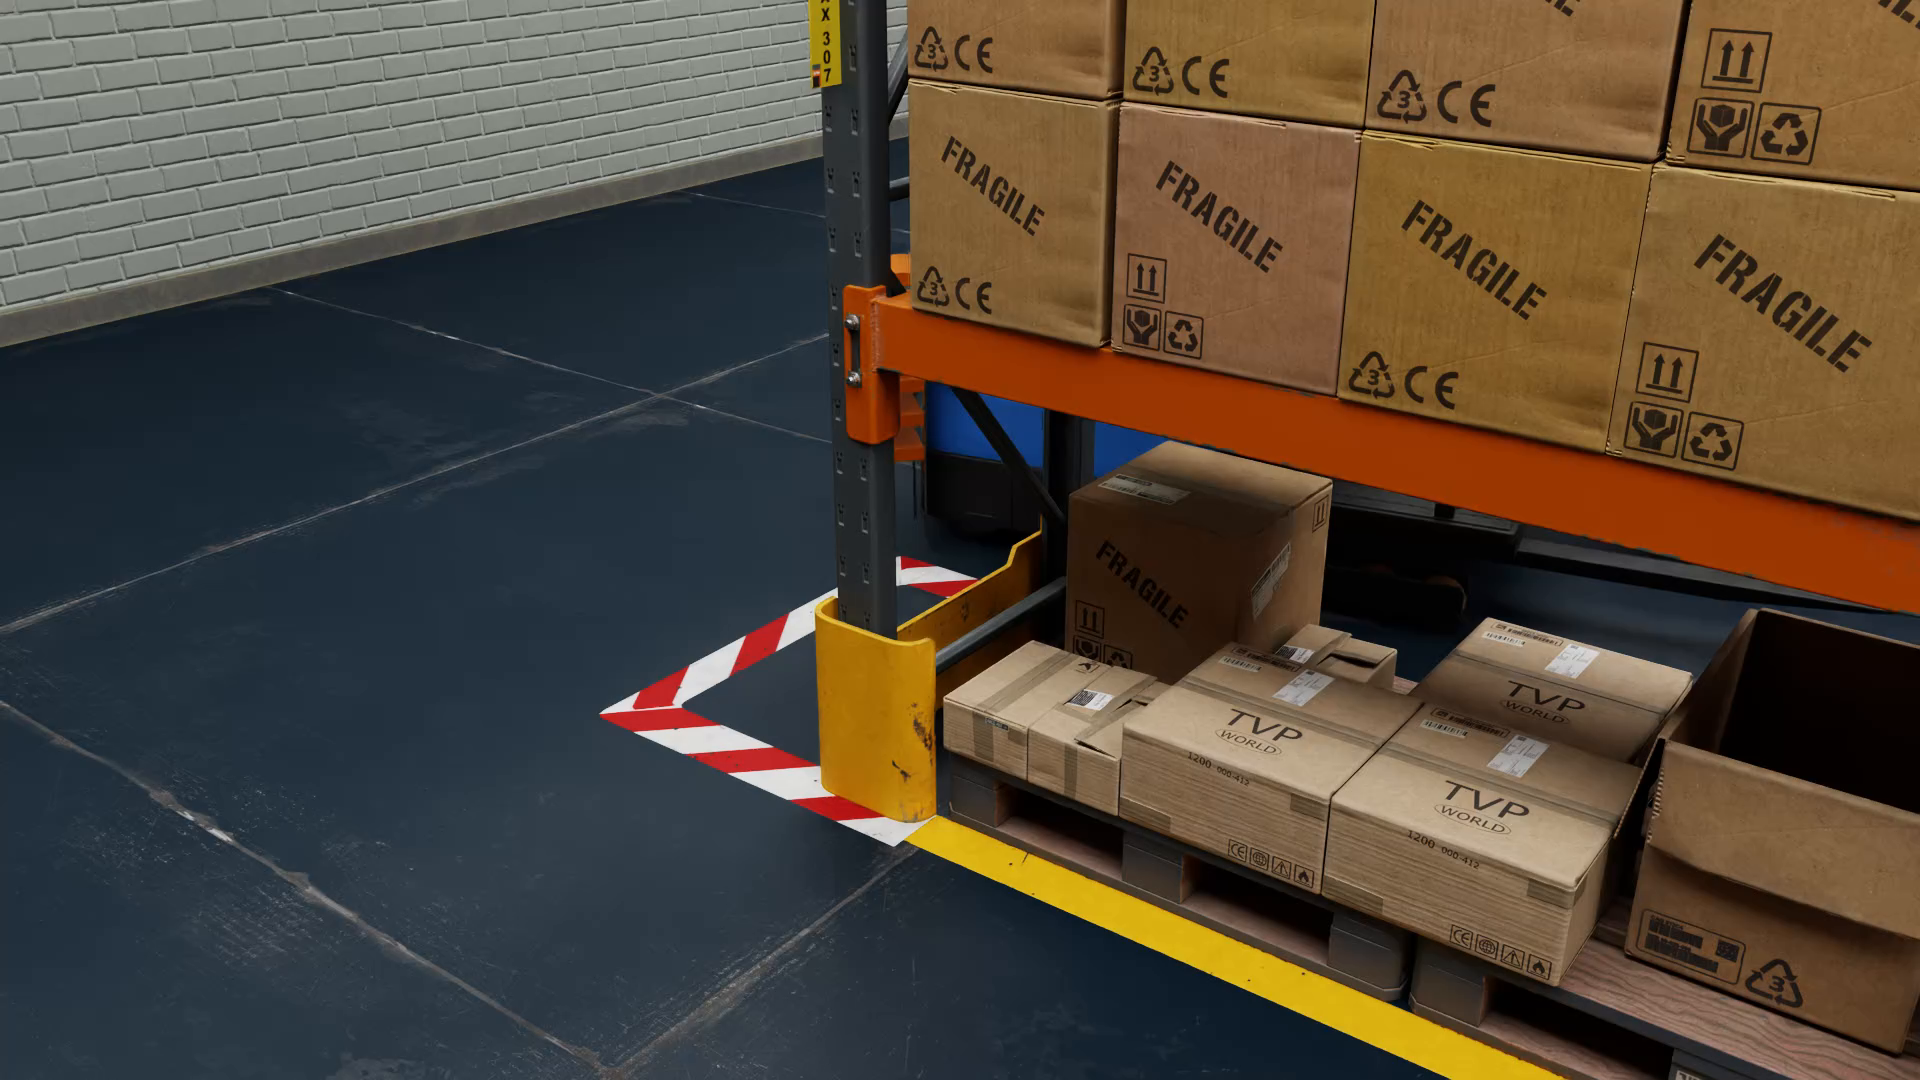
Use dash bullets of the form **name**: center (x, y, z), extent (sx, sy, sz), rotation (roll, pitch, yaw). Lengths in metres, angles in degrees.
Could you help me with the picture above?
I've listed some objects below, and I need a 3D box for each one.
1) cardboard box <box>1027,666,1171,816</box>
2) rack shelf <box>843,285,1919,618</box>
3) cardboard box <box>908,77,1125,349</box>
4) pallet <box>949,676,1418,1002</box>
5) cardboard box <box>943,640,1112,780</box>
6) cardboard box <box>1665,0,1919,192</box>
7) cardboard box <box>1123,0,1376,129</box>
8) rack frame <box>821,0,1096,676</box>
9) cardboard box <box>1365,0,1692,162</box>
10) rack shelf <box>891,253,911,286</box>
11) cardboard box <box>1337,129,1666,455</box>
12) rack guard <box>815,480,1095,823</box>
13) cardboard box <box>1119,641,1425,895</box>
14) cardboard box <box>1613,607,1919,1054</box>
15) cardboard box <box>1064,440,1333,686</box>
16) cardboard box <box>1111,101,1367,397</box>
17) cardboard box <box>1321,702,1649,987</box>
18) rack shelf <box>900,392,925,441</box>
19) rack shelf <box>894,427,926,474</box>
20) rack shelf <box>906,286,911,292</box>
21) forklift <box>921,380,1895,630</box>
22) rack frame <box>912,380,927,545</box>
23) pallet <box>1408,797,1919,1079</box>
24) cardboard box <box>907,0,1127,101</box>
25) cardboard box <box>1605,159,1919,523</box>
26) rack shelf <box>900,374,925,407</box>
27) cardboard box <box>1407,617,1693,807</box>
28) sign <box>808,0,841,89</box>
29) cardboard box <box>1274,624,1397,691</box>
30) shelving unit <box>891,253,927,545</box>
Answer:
- **cardboard box**: center (0.370, 0.463, 3.946), extent (0.250, 0.166, 0.380), rotation (17, 29, 33)
- **rack shelf**: center (1.641, -0.092, 3.130), extent (4.000, 0.370, 1.077), rotation (17, 29, 33)
- **cardboard box**: center (0.238, -0.758, 3.626), extent (0.500, 0.500, 0.500), rotation (18, 29, 34)
- **pallet**: center (0.740, 0.583, 4.166), extent (1.213, 0.211, 1.003), rotation (17, 29, 33)
- **cardboard box**: center (0.170, 0.411, 4.087), extent (0.250, 0.149, 0.380), rotation (17, 29, 33)
- **cardboard box**: center (1.465, -0.846, 2.586), extent (0.500, 0.500, 0.500), rotation (17, 29, 33)
- **cardboard box**: center (0.661, -1.091, 3.143), extent (0.500, 0.500, 0.500), rotation (17, 29, 34)
- **rack frame**: center (0.041, -0.904, 4.082), extent (0.127, 3.000, 1.000), rotation (17, 29, 33)
- **cardboard box**: center (1.058, -0.969, 2.864), extent (0.500, 0.500, 0.500), rotation (17, 29, 34)
- **rack shelf**: center (-0.228, -0.859, 5.429), extent (0.180, 0.103, 0.258), rotation (-5, 24, -10)
- **cardboard box**: center (1.054, -0.512, 3.069), extent (0.500, 0.500, 0.500), rotation (17, 29, 33)
- **rack guard**: center (0.102, 0.258, 4.545), extent (0.348, 0.500, 1.175), rotation (17, 29, 33)
- **cardboard box**: center (0.706, 0.497, 3.767), extent (0.500, 0.250, 0.500), rotation (17, 29, 33)
- **cardboard box**: center (1.735, 0.551, 3.329), extent (0.637, 0.503, 0.797), rotation (17, 29, 33)
- **cardboard box**: center (0.624, 0.090, 4.380), extent (0.500, 0.500, 0.500), rotation (17, 29, 33)
- **cardboard box**: center (0.654, -0.635, 3.346), extent (0.500, 0.500, 0.500), rotation (16, 29, 33)
- **cardboard box**: center (1.106, 0.617, 3.493), extent (0.500, 0.250, 0.500), rotation (17, 29, 33)
- **rack shelf**: center (-0.228, -0.420, 5.623), extent (0.180, 0.103, 0.258), rotation (-5, 24, -10)
- **rack shelf**: center (-0.228, -0.310, 5.671), extent (0.180, 0.103, 0.258), rotation (-5, 24, -10)
- **rack shelf**: center (-0.228, -0.749, 5.478), extent (0.180, 0.103, 0.258), rotation (-5, 24, -10)
- **forklift**: center (1.426, -1.308, 5.083), extent (3.031, 2.935, 1.130), rotation (10, 26, 22)
- **rack frame**: center (-0.139, -0.578, 5.573), extent (0.006, 1.200, 0.240), rotation (-5, 24, -10)
- **pallet**: center (1.712, 0.878, 3.496), extent (1.213, 0.211, 1.003), rotation (17, 29, 33)
- **cardboard box**: center (0.238, -1.215, 3.424), extent (0.500, 0.500, 0.500), rotation (18, 29, 35)
- **cardboard box**: center (1.453, -0.391, 2.793), extent (0.500, 0.500, 0.500), rotation (17, 29, 34)
- **rack shelf**: center (-0.228, -0.530, 5.575), extent (0.180, 0.103, 0.258), rotation (-5, 24, -10)
- **cardboard box**: center (1.366, 0.444, 3.887), extent (0.500, 0.250, 0.500), rotation (17, 29, 33)
- **sign**: center (-0.285, -1.125, 3.510), extent (0.005, 0.325, 0.100), rotation (17, 29, 33)
- **cardboard box**: center (0.894, 0.370, 4.159), extent (0.250, 0.166, 0.380), rotation (17, 29, 33)
- **shelving unit**: center (-0.228, -0.571, 5.557), extent (0.189, 1.200, 0.258), rotation (-5, 24, -10)
